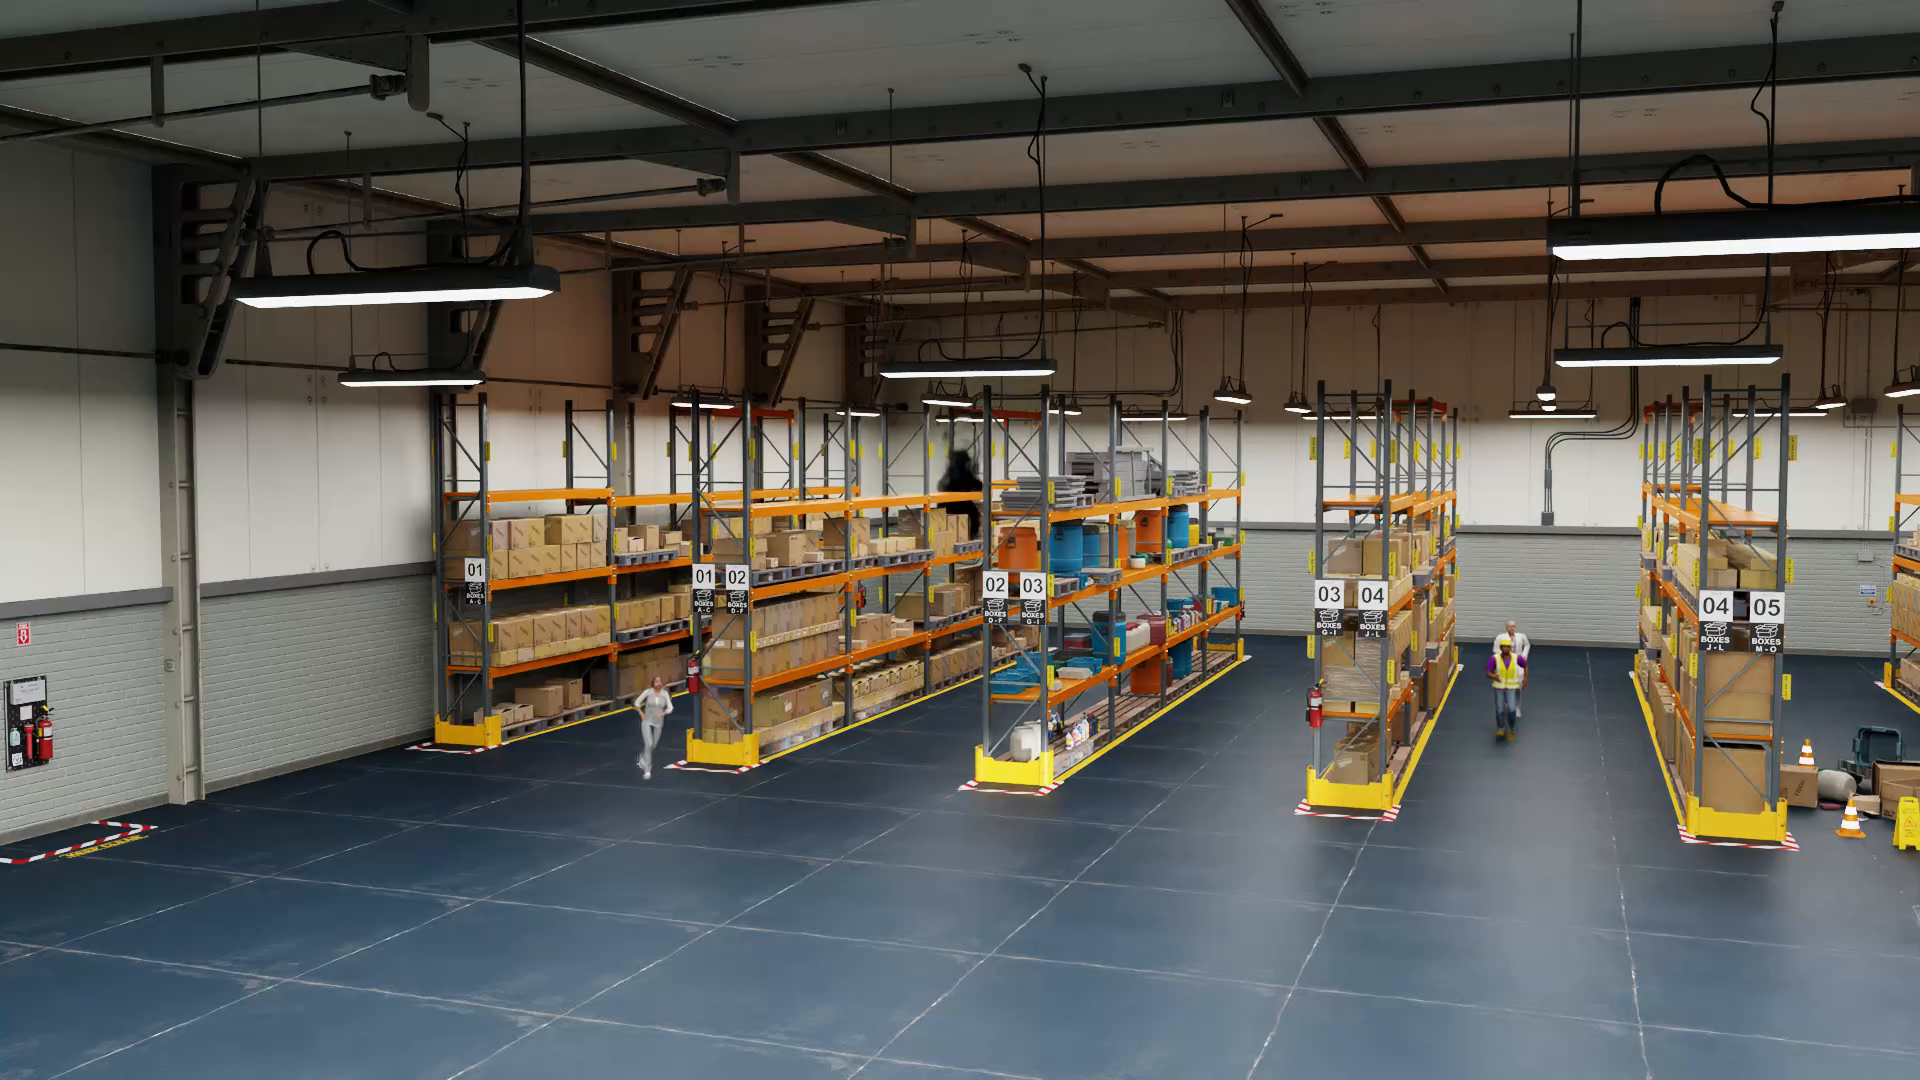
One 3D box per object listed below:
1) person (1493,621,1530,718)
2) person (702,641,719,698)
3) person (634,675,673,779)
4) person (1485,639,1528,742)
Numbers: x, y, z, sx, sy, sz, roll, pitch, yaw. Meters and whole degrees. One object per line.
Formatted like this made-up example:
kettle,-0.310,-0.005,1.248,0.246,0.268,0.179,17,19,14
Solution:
person,10.455,2.447,31.537,0.684,1.843,0.842,1,3,16
person,-4.440,2.615,29.616,0.579,1.654,0.791,0,3,9
person,-4.746,2.871,25.760,0.579,1.580,0.751,-1,3,-21
person,9.456,2.609,28.766,0.722,1.819,0.726,1,3,16
